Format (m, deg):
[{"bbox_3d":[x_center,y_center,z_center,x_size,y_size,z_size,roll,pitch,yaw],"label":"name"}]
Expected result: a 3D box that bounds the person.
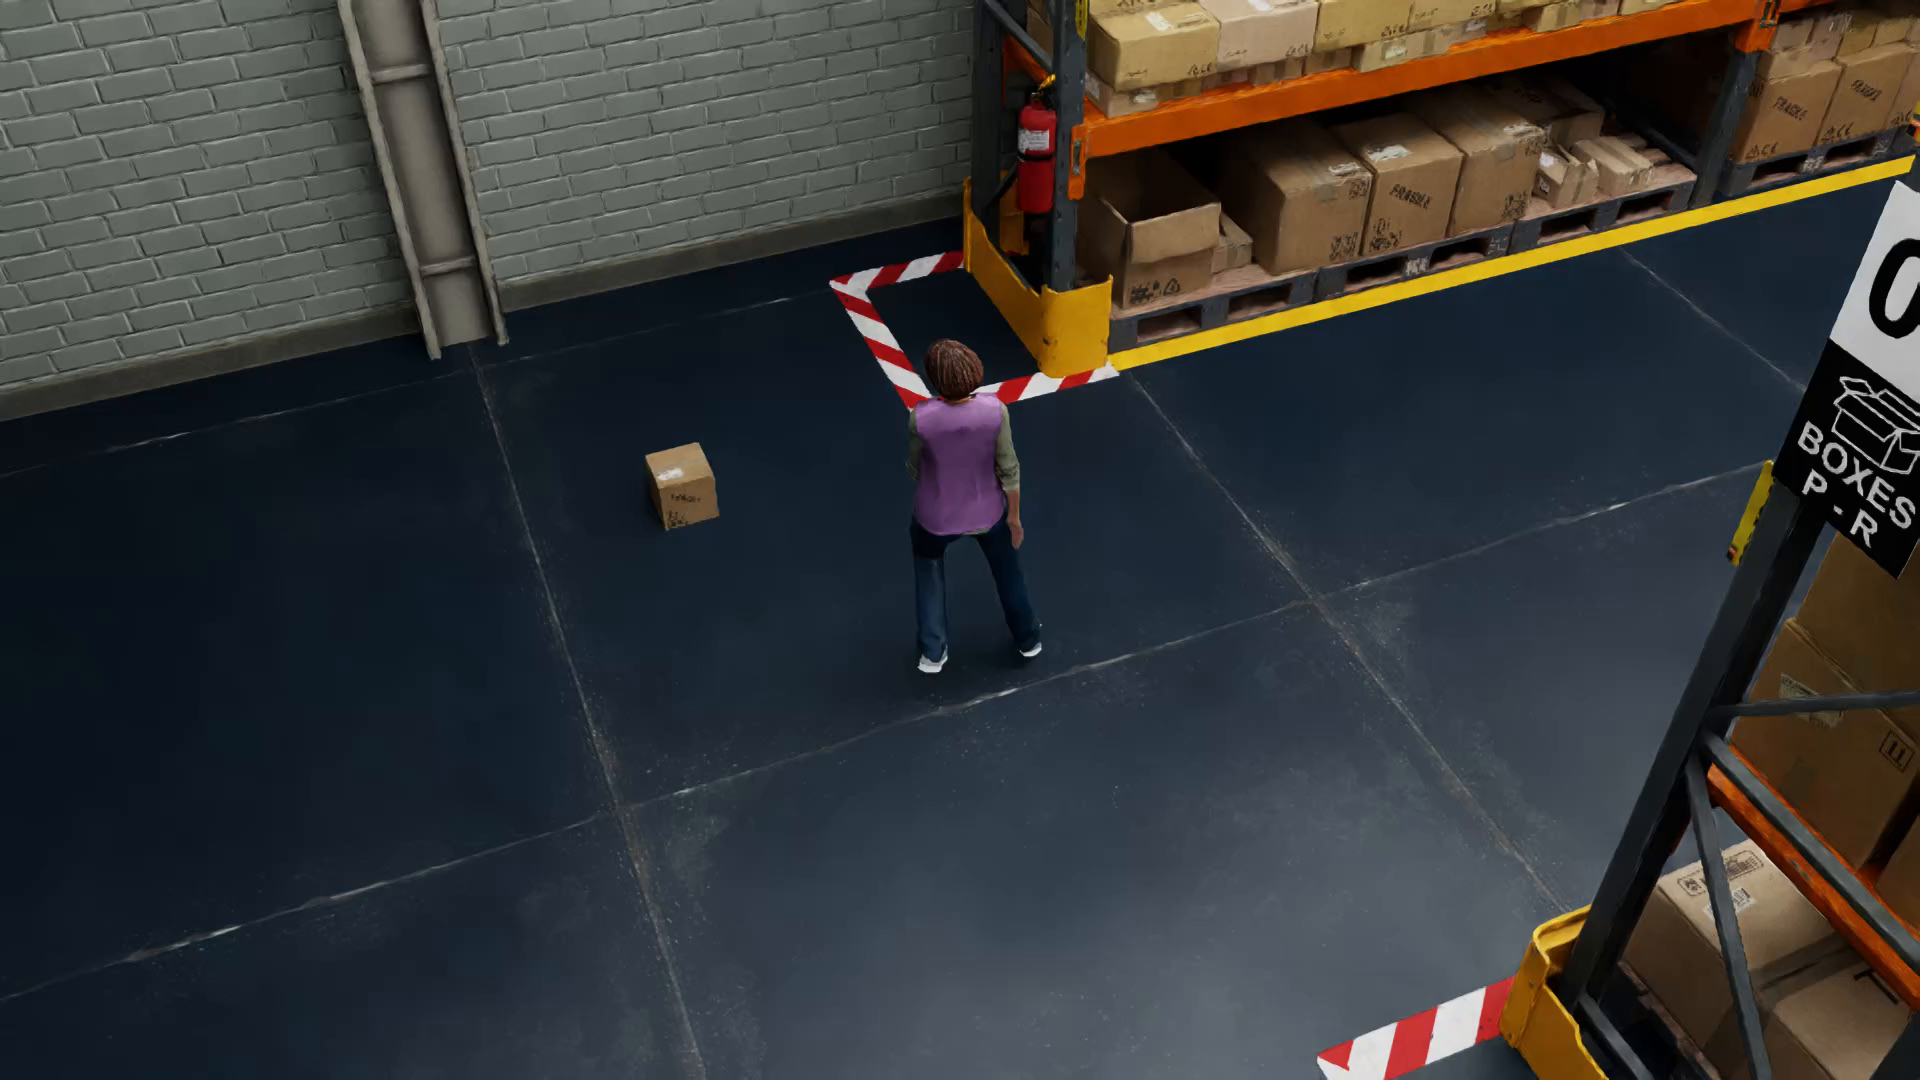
[{"bbox_3d":[0.075,-0.116,6.310,0.566,1.567,0.500,-8,43,-8],"label":"person"}]
